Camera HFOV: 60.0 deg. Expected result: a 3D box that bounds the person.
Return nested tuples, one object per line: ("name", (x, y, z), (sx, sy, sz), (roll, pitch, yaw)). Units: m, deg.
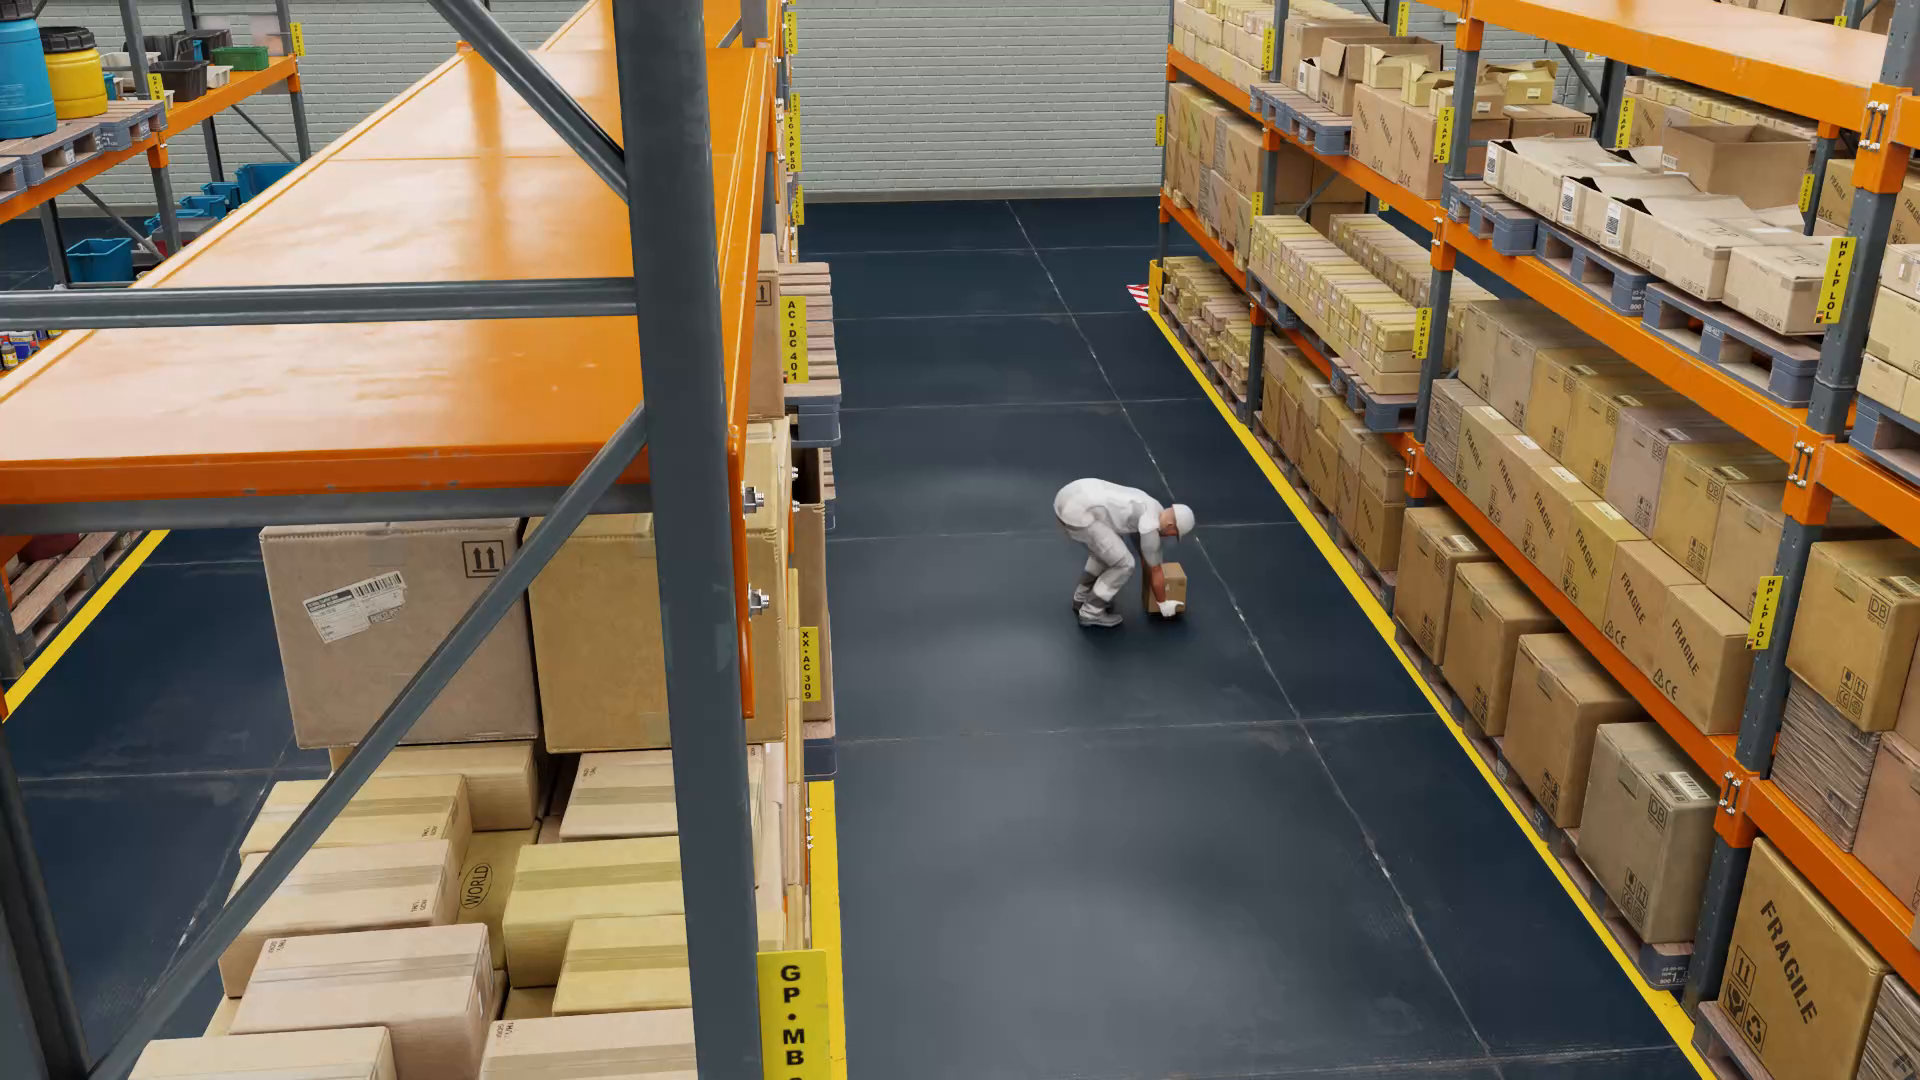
("person", (1.099, 0.056, 11.173), (0.949, 0.983, 0.531), (-3, 24, -8))
